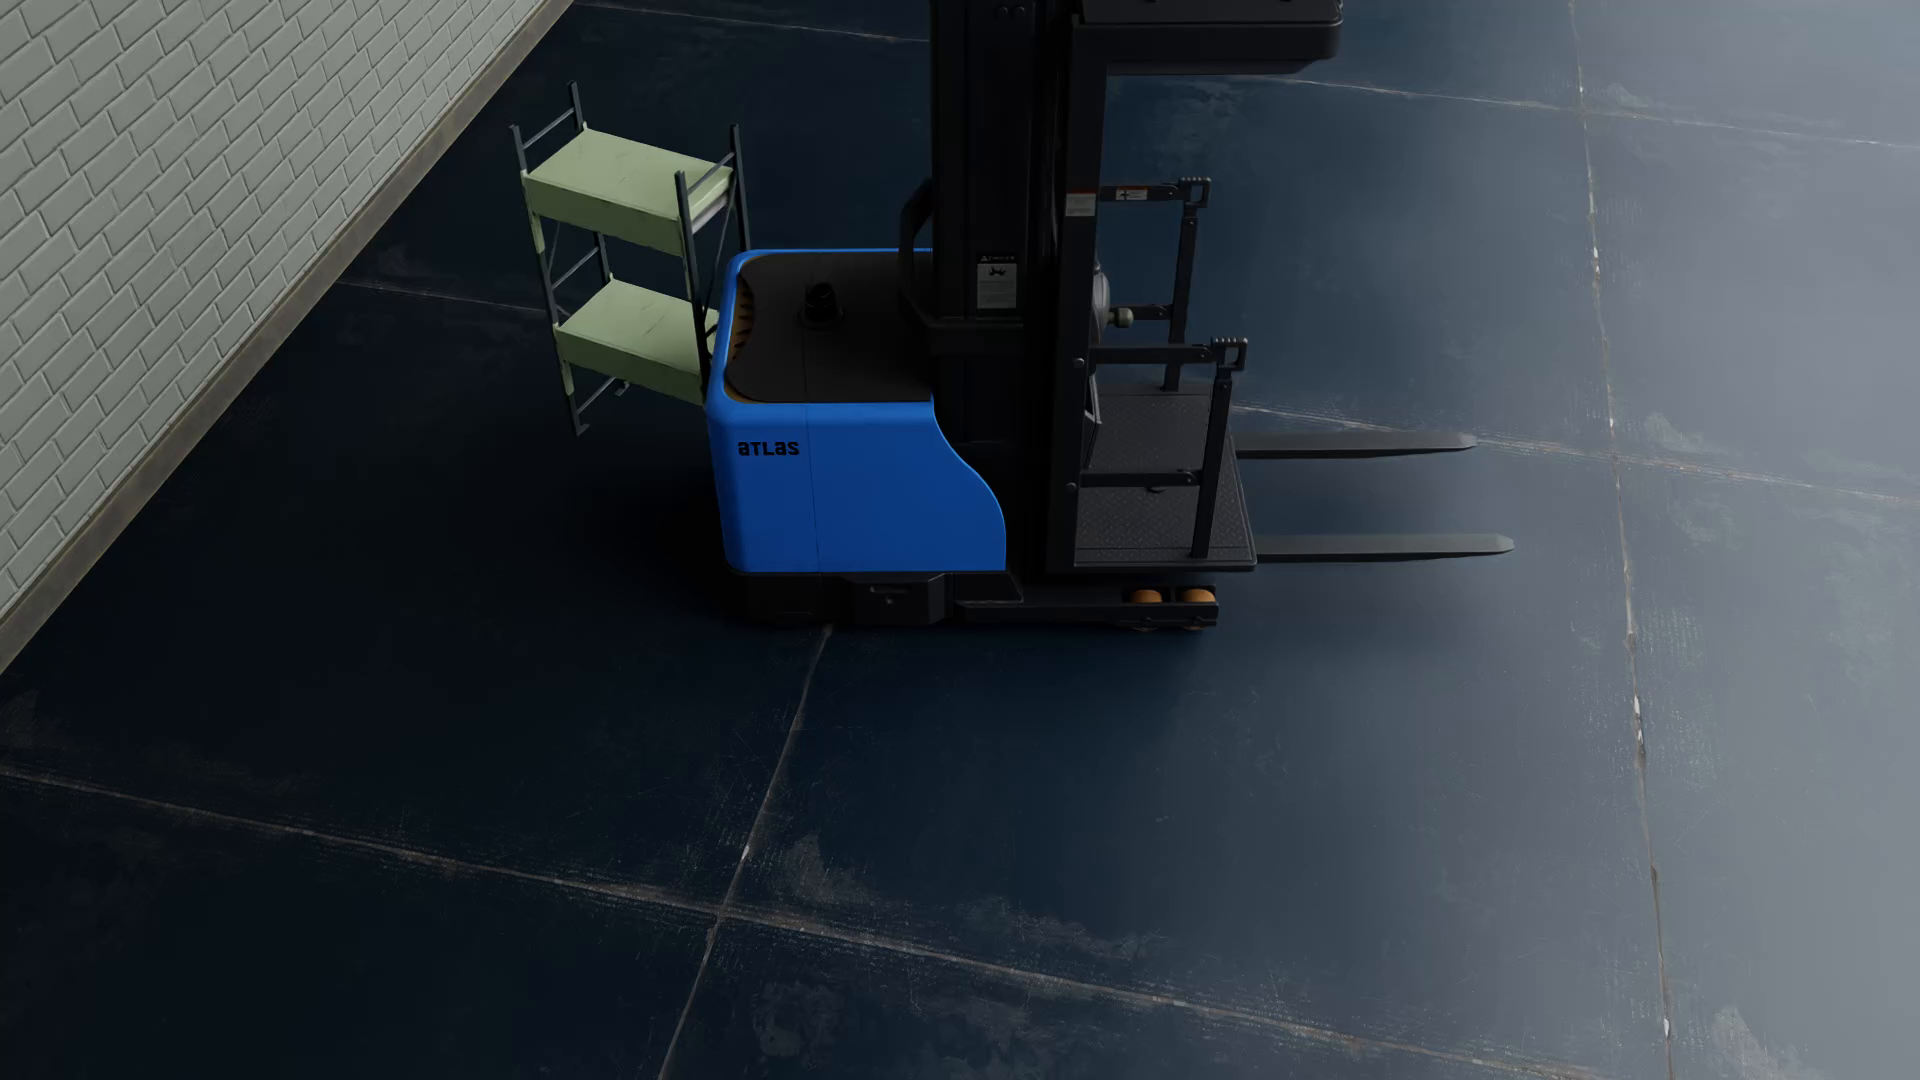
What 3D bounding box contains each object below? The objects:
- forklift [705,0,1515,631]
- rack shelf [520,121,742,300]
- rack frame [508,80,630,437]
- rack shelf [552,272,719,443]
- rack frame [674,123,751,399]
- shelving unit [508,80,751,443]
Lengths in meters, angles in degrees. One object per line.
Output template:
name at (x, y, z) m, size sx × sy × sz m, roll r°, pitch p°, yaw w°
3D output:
forklift at (0.615, -1.077, 5.756) m, size 3.031 × 2.935 × 1.130 m, roll -1°, pitch 44°, yaw -1°
rack shelf at (-1.254, -1.282, 6.437) m, size 0.720 × 0.370 × 0.431 m, roll 19°, pitch 47°, yaw 19°
rack frame at (-1.582, -1.113, 6.824) m, size 0.023 × 1.500 × 0.400 m, roll 19°, pitch 47°, yaw 19°
rack shelf at (-1.254, -0.766, 6.934) m, size 0.720 × 0.370 × 0.431 m, roll 19°, pitch 47°, yaw 19°
rack frame at (-0.925, -0.889, 6.592) m, size 0.023 × 1.500 × 0.400 m, roll 19°, pitch 47°, yaw 19°
shelving unit at (-1.254, -1.001, 6.708) m, size 0.755 × 1.500 × 0.431 m, roll 19°, pitch 47°, yaw 19°
